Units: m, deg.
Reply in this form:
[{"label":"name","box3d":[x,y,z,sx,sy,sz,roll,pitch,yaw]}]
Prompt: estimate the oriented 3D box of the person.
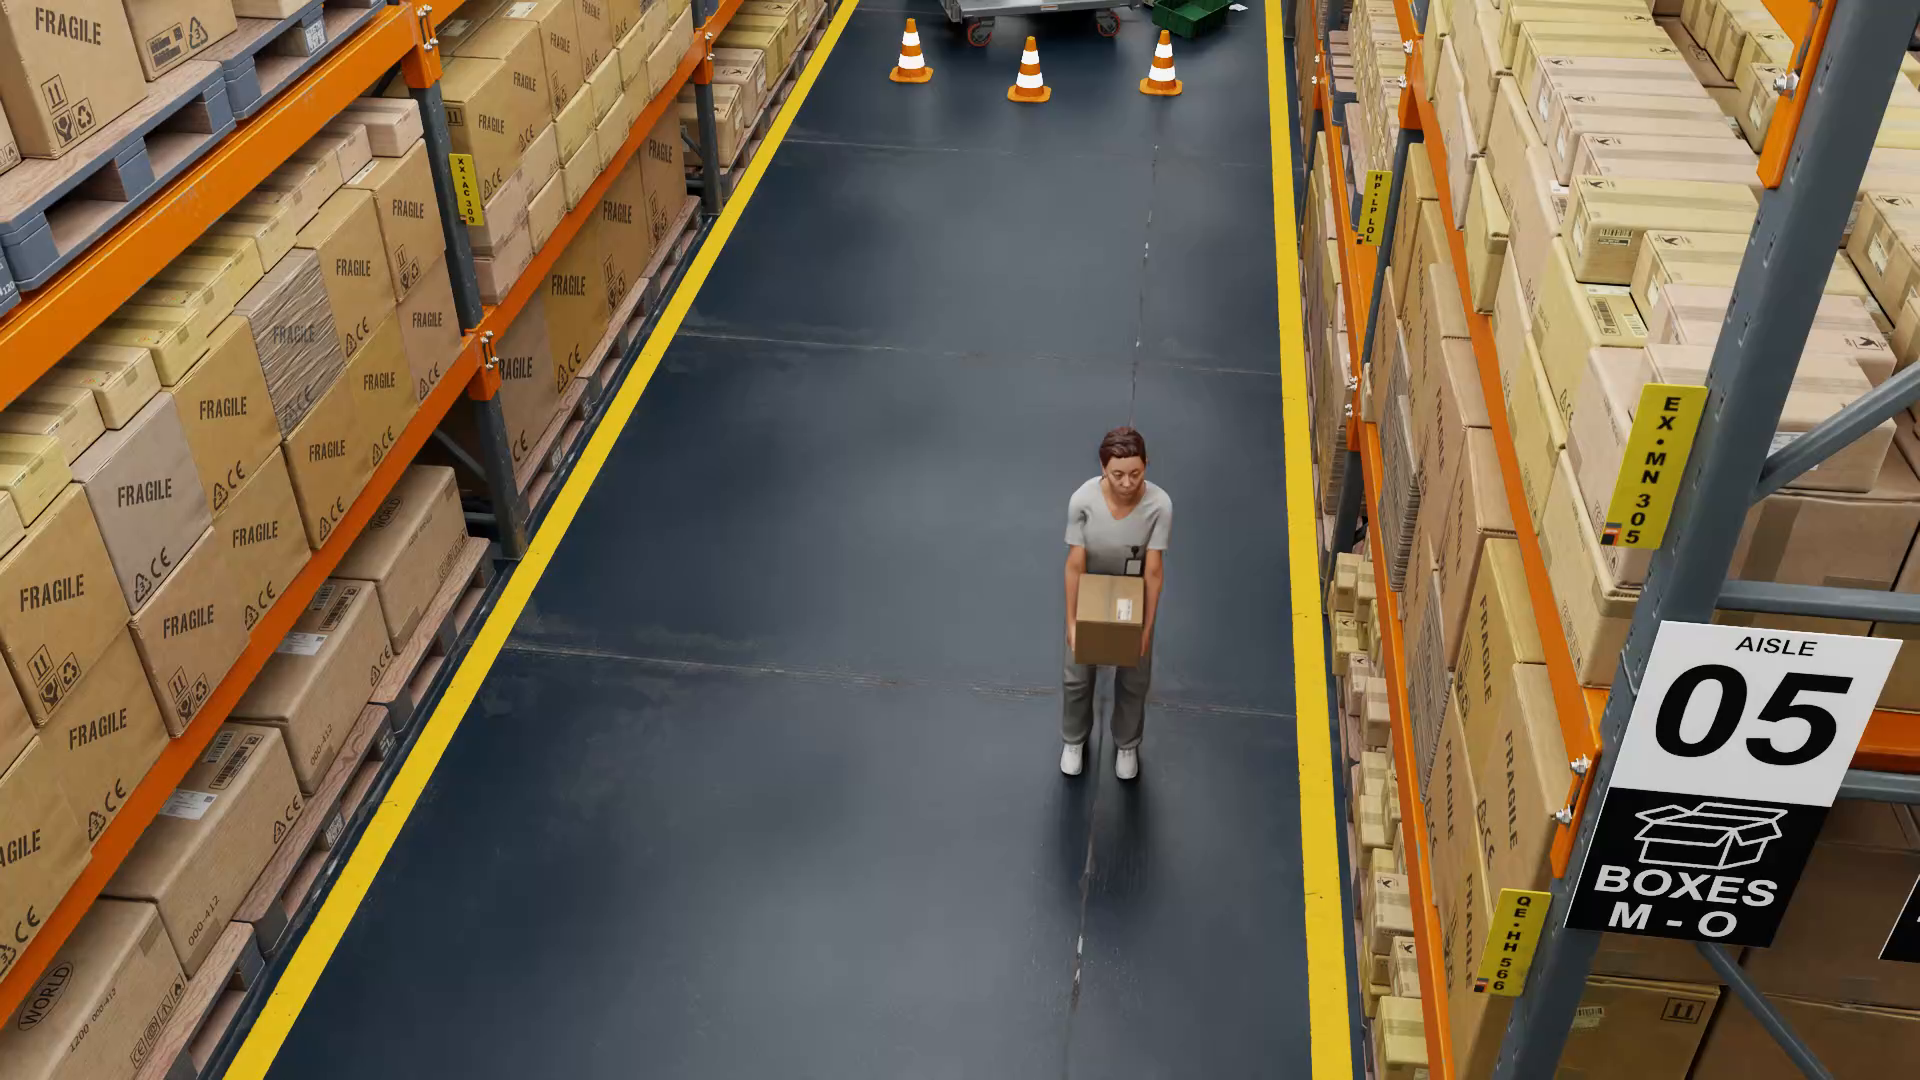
[{"label":"person","box3d":[0.608,0.304,6.639,0.411,1.666,0.505,4,36,5]}]
